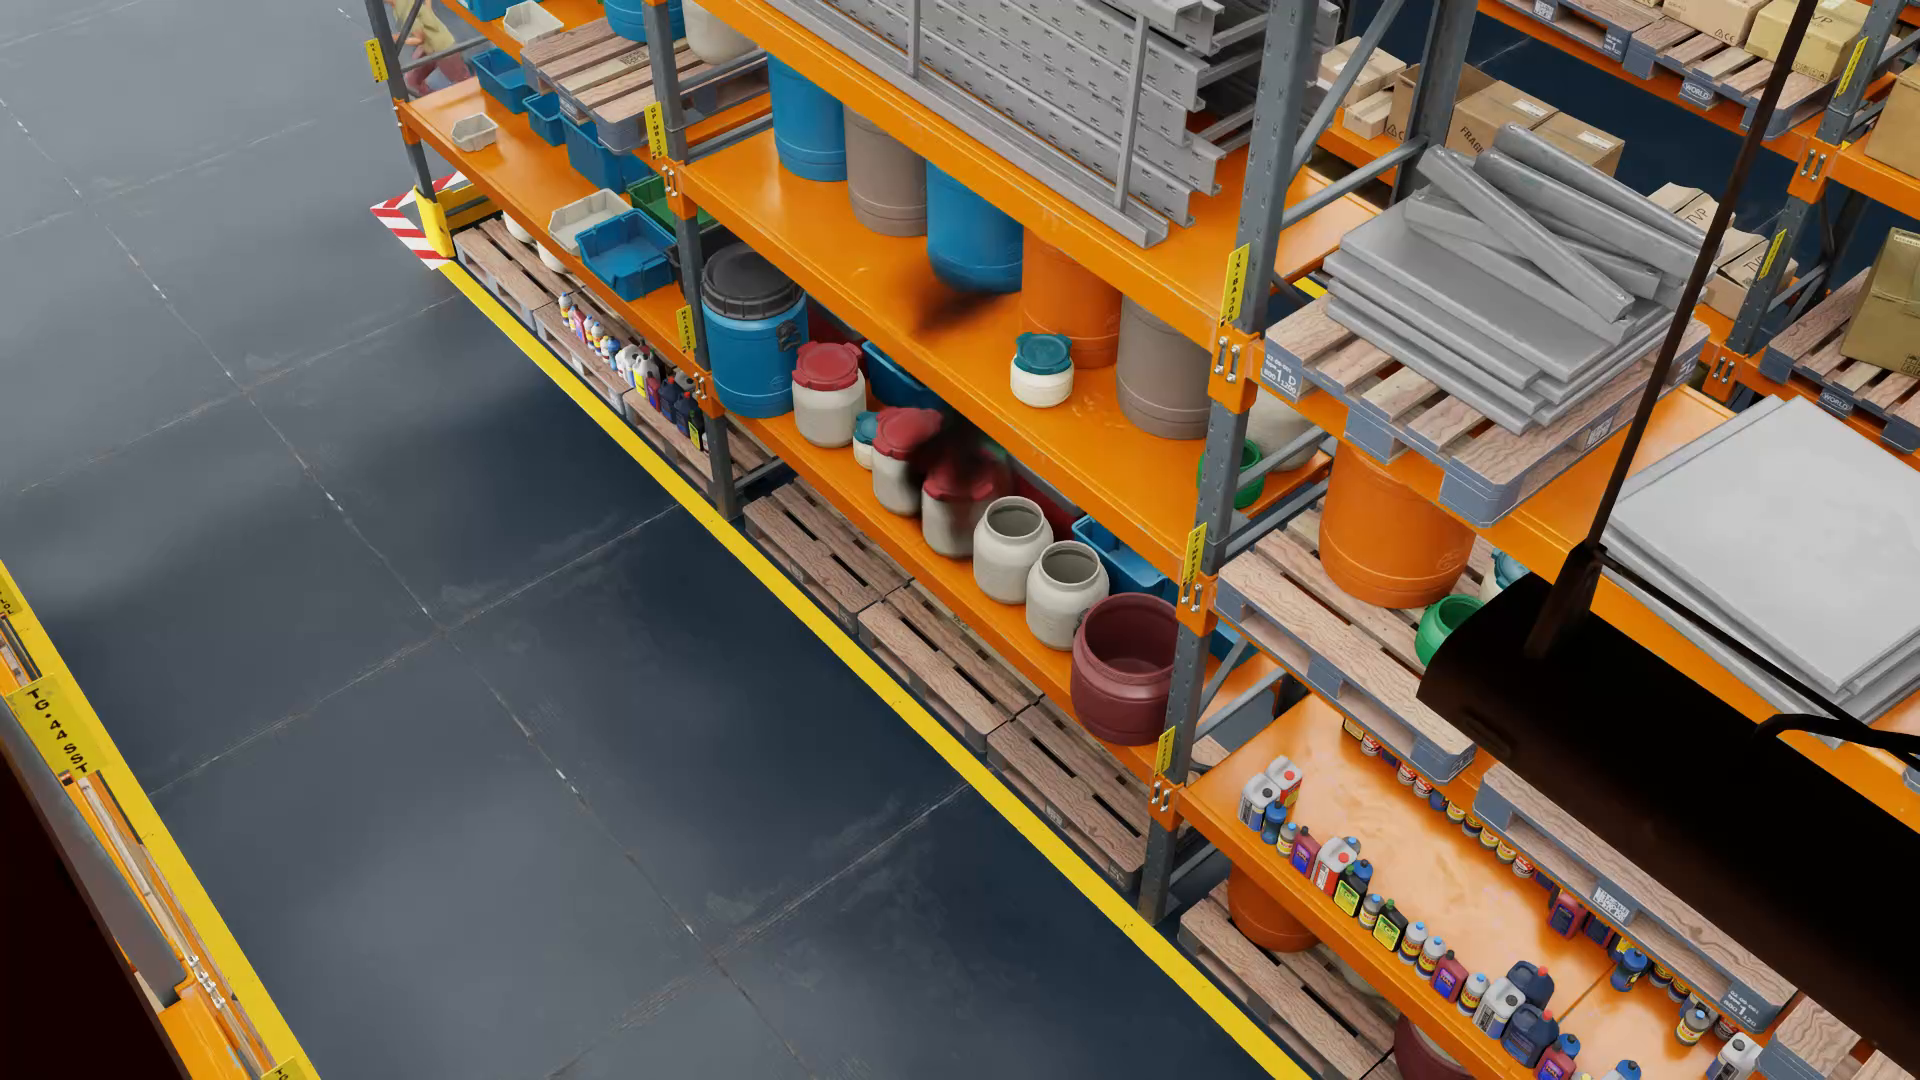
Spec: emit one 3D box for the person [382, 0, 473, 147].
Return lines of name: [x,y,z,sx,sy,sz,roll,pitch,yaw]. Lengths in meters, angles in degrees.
person: [-4.237,-4.012,13.736,0.945,1.620,0.618,-14,48,-13]
